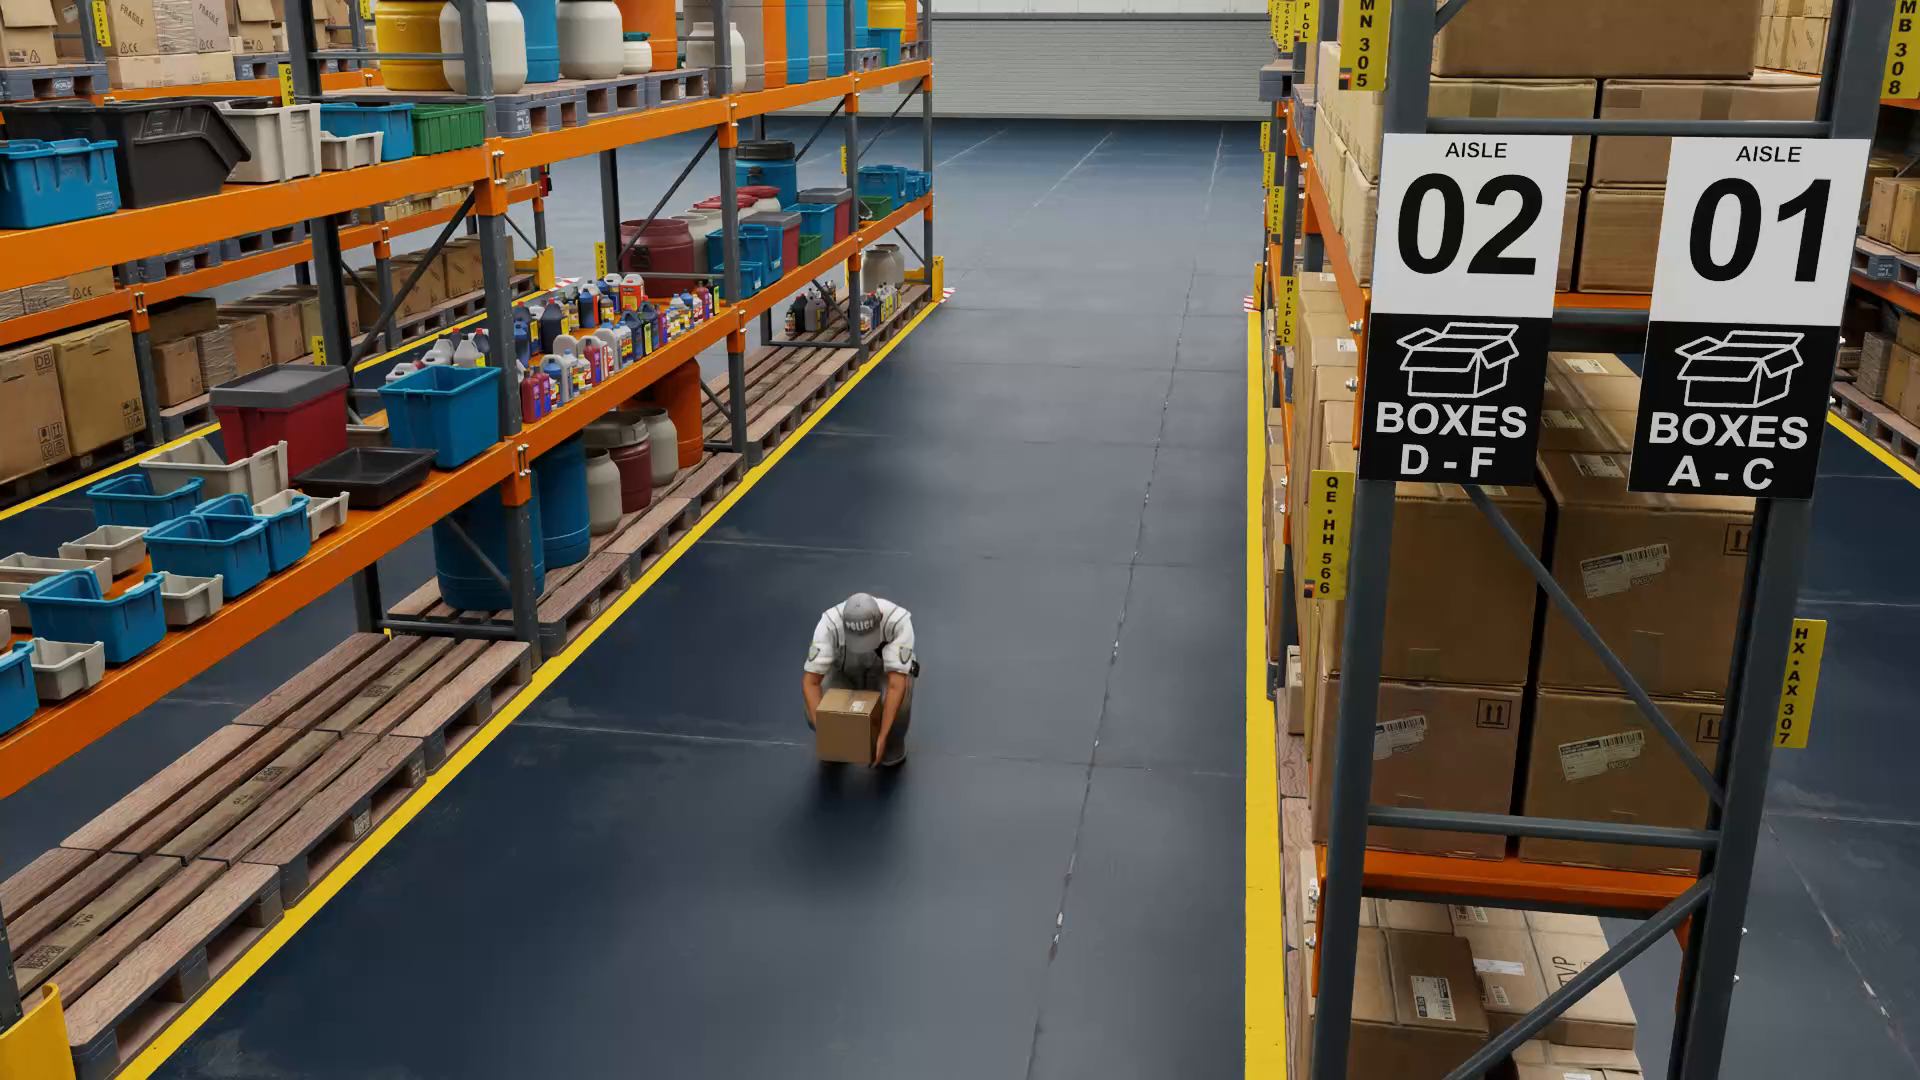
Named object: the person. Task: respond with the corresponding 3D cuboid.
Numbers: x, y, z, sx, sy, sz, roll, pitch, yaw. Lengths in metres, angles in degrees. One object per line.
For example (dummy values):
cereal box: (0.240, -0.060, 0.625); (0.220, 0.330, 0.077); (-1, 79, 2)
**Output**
person: (-0.459, 0.615, 7.863); (0.516, 0.937, 0.846); (3, 18, 9)
